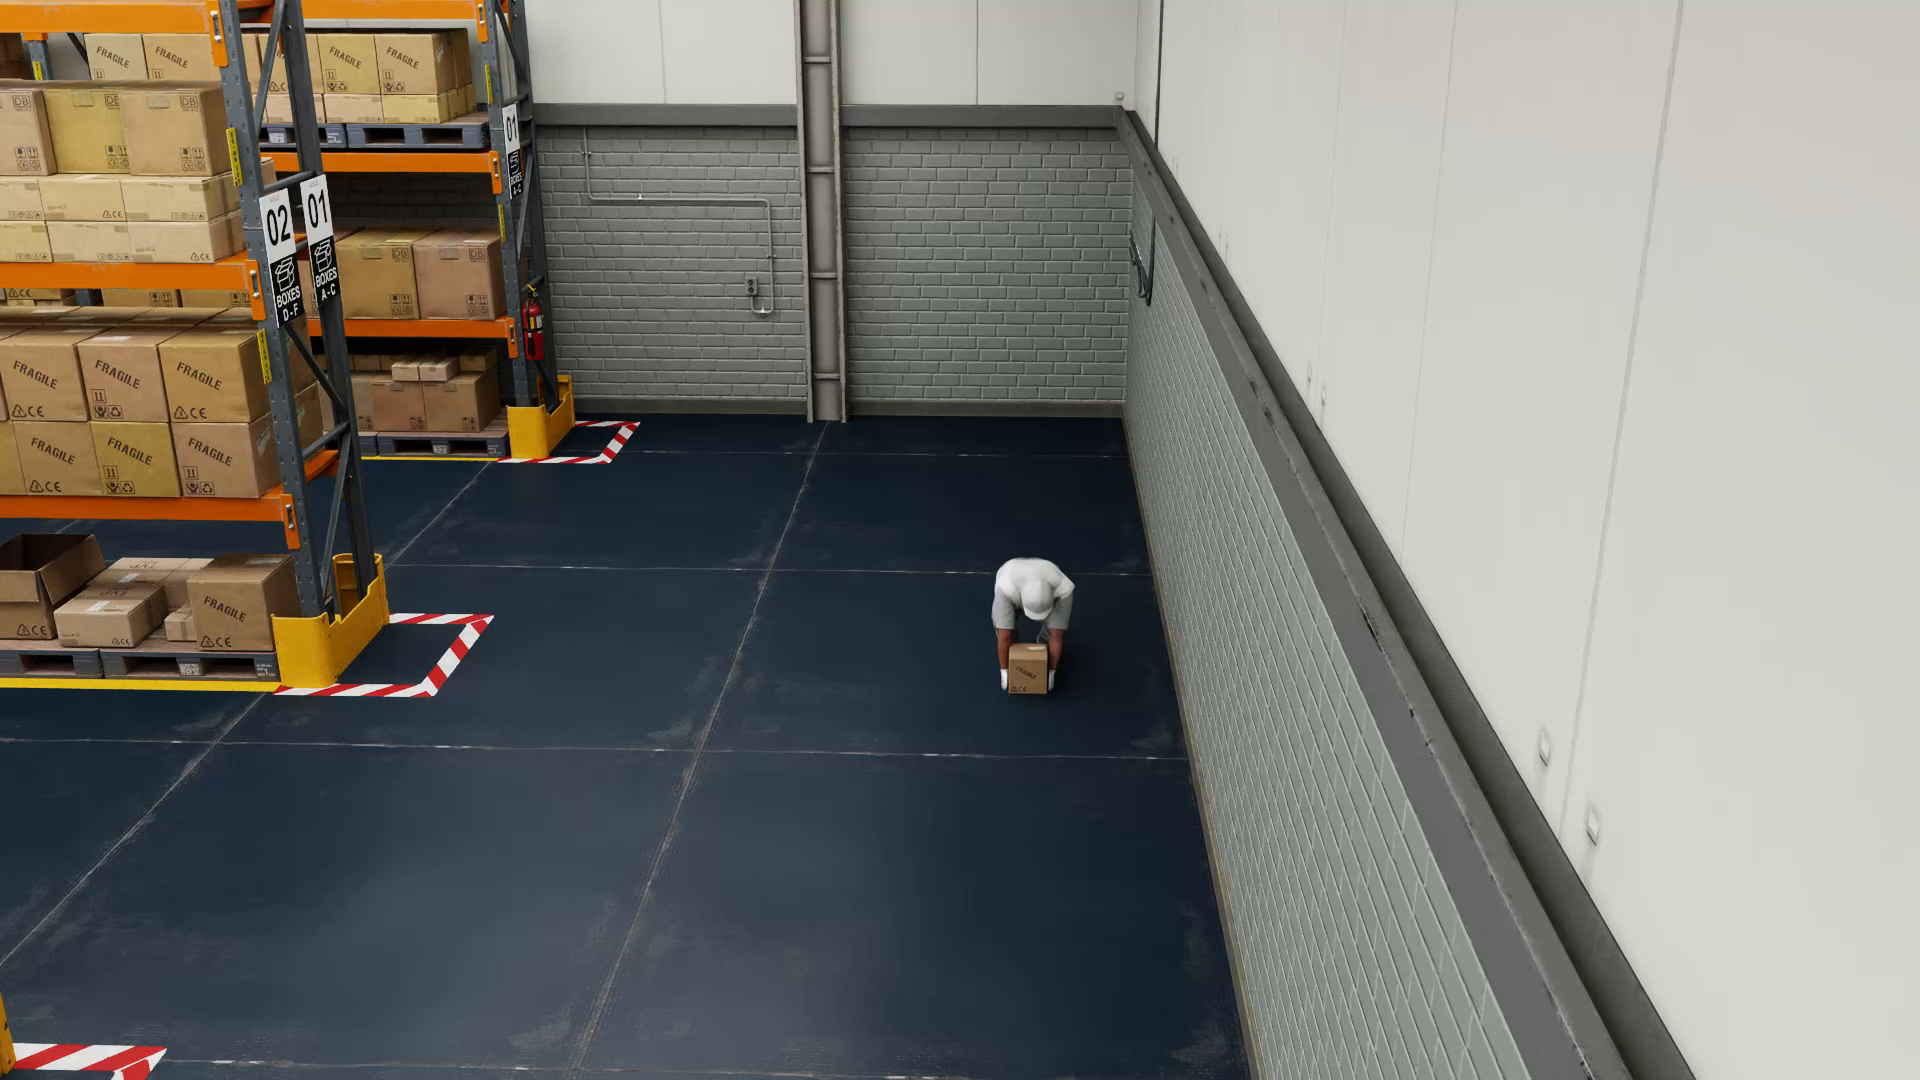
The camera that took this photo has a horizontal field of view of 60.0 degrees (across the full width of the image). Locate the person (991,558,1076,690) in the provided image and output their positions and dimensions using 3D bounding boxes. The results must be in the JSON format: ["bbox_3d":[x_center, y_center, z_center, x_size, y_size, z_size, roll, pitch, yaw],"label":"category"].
[{"bbox_3d":[0.489,0.521,11.183,0.555,0.850,0.957,0,21,1],"label":"person"}]
